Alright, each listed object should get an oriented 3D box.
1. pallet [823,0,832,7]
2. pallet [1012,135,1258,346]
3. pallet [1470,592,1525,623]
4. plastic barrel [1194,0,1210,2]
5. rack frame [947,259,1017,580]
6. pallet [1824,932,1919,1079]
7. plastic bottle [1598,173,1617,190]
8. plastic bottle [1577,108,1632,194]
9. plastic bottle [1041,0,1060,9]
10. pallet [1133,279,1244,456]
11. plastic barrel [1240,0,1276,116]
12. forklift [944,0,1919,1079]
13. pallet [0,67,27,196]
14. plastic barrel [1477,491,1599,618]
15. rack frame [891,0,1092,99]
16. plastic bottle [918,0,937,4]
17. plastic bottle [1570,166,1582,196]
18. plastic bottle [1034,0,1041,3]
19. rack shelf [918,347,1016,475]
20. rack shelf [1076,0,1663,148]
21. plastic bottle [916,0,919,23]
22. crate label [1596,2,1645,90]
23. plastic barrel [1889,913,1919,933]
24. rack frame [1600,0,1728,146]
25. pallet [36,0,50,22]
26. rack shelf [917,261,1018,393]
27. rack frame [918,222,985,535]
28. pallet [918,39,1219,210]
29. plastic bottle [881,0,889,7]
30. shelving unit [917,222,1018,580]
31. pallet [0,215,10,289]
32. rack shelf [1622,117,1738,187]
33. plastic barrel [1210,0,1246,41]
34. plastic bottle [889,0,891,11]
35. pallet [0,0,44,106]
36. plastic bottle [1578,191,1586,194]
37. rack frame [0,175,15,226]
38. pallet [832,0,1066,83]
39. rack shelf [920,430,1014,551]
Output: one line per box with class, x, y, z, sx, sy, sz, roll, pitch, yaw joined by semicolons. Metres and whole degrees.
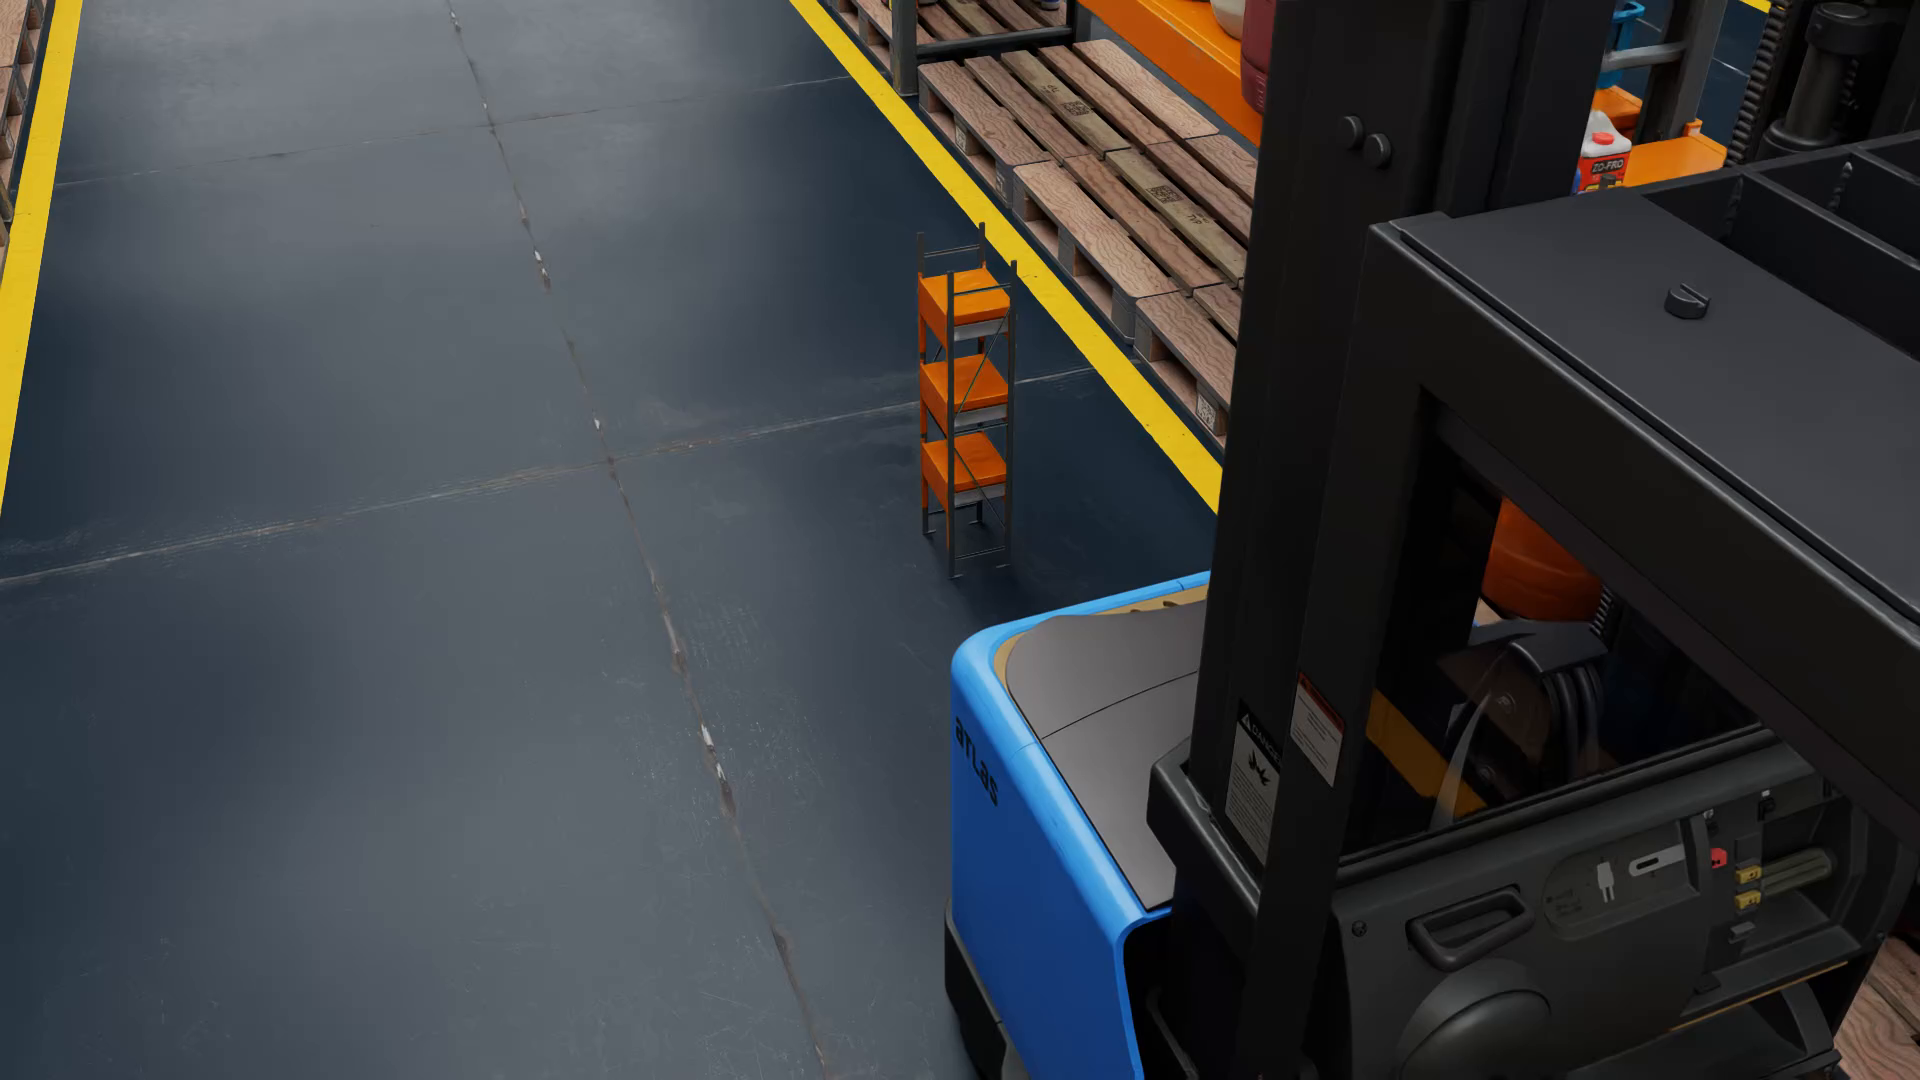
pallet;-0.455;-3.451;9.656;1.003;0.211;1.213;-12;39;-16
pallet;0.891;-1.247;6.729;1.003;0.211;1.213;-12;39;-16
pallet;1.848;0.324;4.644;1.003;0.211;1.213;-12;39;-16
plastic barrel;0.838;-2.046;5.380;0.421;0.512;0.421;0;37;0
rack frame;0.060;-0.320;4.802;0.200;1.050;0.008;-12;39;-16
pallet;2.264;1.012;3.731;1.003;0.211;1.213;-12;39;-16
plastic bottle;1.453;-0.674;3.748;0.061;0.283;0.133;-12;39;-16
plastic bottle;1.526;-0.897;4.051;0.152;0.276;0.135;-12;39;-16
plastic bottle;0.463;-2.843;8.433;0.097;0.271;0.097;0;37;0
pallet;1.307;-0.558;5.816;1.003;0.211;1.213;-12;39;-16
plastic barrel;1.093;-1.480;4.609;0.600;0.536;0.708;-12;39;-16
forklift;0.982;0.588;2.033;1.130;2.935;3.031;-13;39;-17
pallet;-4.754;-1.719;7.357;1.003;0.211;1.213;-12;39;-16
plastic barrel;1.722;-0.255;4.550;0.600;0.830;0.708;-12;39;-16
rack frame;0.161;-3.486;7.385;1.000;3.000;0.127;-12;39;-16
plastic bottle;-0.196;-2.938;8.493;0.144;0.351;0.185;-12;39;-16
plastic bottle;1.397;-0.793;3.916;0.097;0.271;0.097;0;37;0
plastic bottle;0.428;-2.872;8.530;0.097;0.201;0.097;0;37;0
rack shelf;0.018;-0.381;4.900;0.215;0.259;0.240;-12;39;-16
rack shelf;0.849;-2.069;6.102;1.077;0.370;4.000;-12;39;-16
plastic bottle;-0.257;-2.685;8.281;0.097;0.201;0.097;0;37;0
crate label;1.744;-1.475;4.855;0.303;0.233;0.416;-12;39;-16
plastic barrel;2.110;0.480;3.775;0.600;0.588;0.708;-12;39;-16
rack frame;1.537;-1.227;4.385;1.000;3.000;0.127;-12;39;-16
pallet;-5.594;-3.097;9.187;1.003;0.211;1.213;-12;39;-16
rack shelf;0.018;-0.607;4.730;0.215;0.259;0.240;-12;39;-16
rack frame;-0.024;-0.458;4.985;0.200;1.050;0.008;-12;39;-16
pallet;0.468;-1.937;7.646;1.003;0.211;1.213;-12;39;-16
plastic bottle;-0.331;-2.908;8.454;0.144;0.351;0.185;-13;39;-17
shelving unit;0.018;-0.389;4.894;0.215;1.050;0.252;-12;39;-16
pallet;-4.220;-0.907;6.279;1.003;0.211;1.213;-12;39;-16
rack shelf;2.226;0.191;3.102;1.077;0.370;4.000;-12;39;-16
plastic barrel;0.983;-1.808;5.064;0.421;0.512;0.421;0;37;0
plastic bottle;-0.314;-2.780;8.340;0.061;0.283;0.133;-11;38;-14
pallet;-5.177;-2.409;8.273;1.003;0.211;1.213;-12;39;-16
plastic bottle;1.430;-0.710;3.864;0.097;0.201;0.097;0;37;0
rack frame;-4.490;-2.461;6.024;1.000;3.000;0.127;-12;39;-16
pallet;-0.031;-2.760;8.739;1.003;0.211;1.213;-12;39;-16
rack shelf;0.018;-0.159;5.068;0.215;0.259;0.240;-12;39;-16
